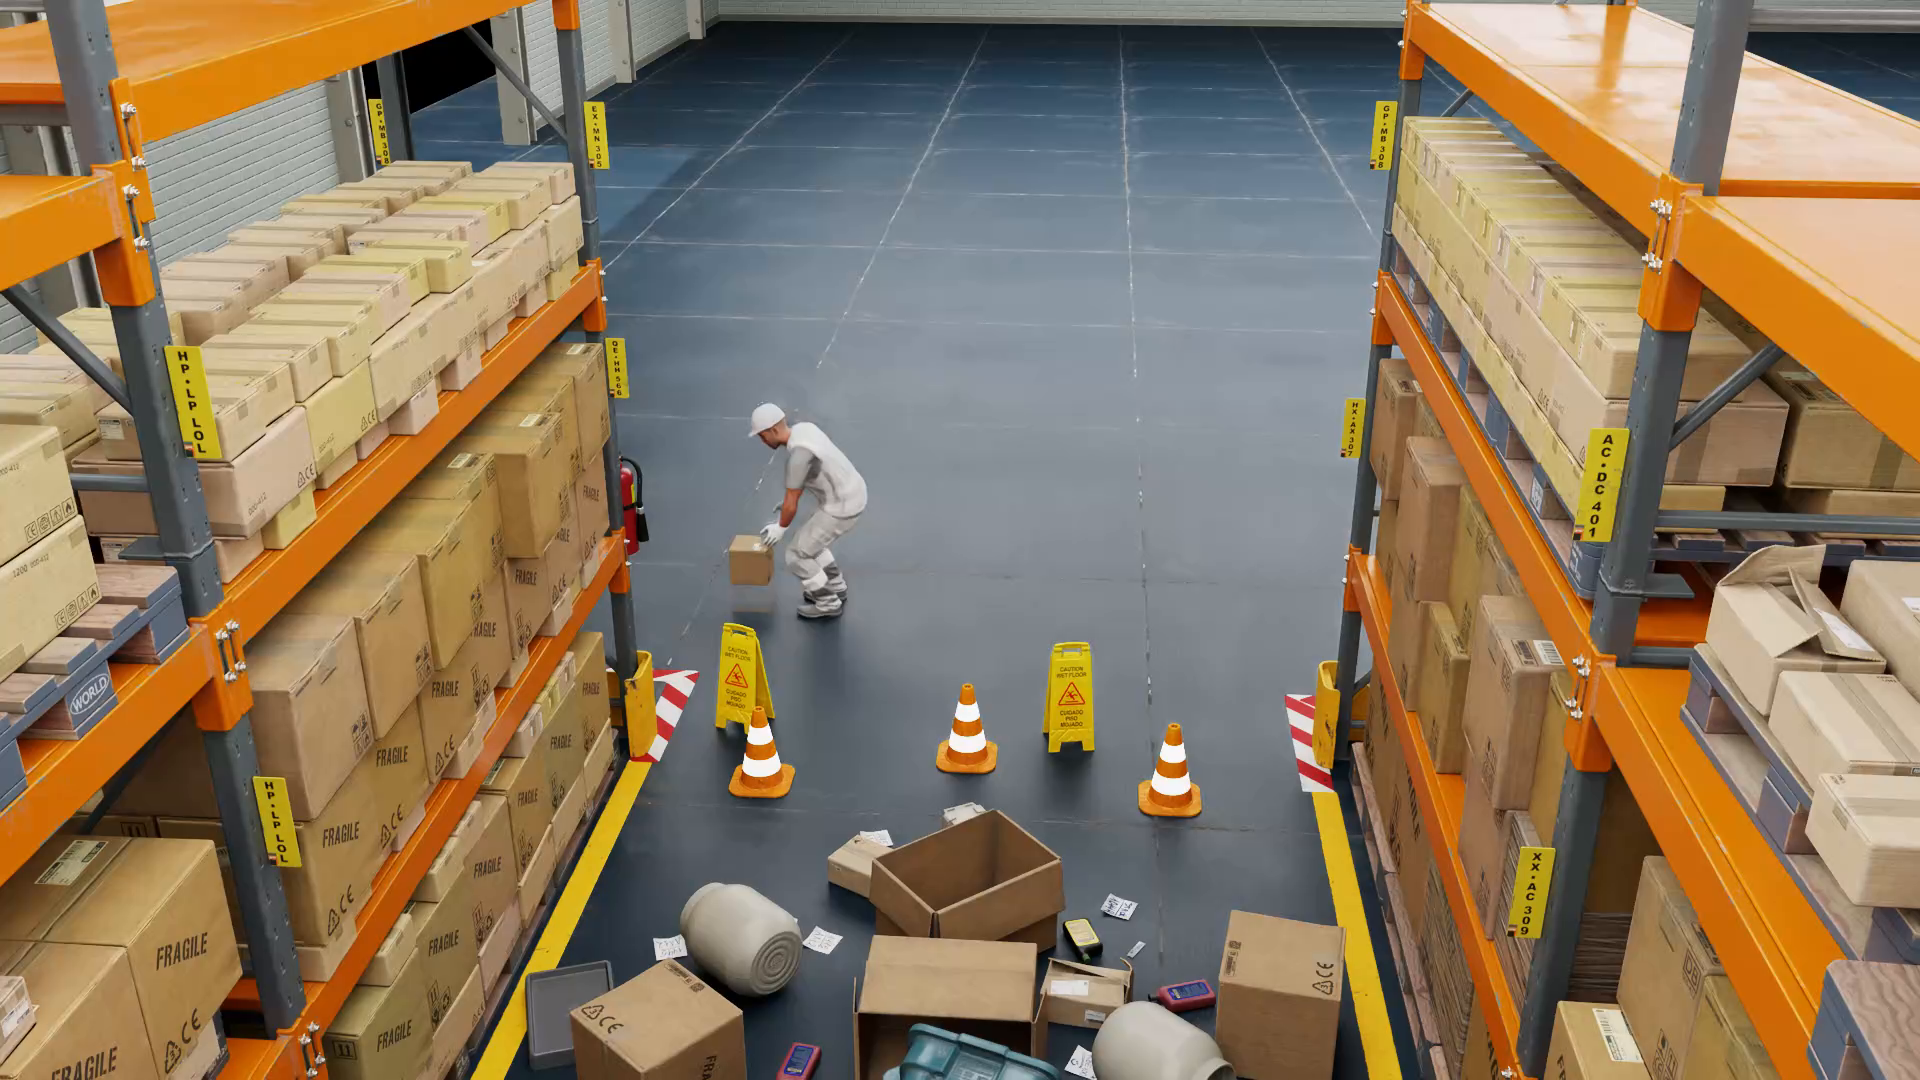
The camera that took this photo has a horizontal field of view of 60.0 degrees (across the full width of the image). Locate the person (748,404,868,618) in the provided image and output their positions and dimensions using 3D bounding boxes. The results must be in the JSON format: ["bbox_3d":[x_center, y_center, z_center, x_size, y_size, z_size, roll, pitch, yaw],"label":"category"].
[{"bbox_3d":[-0.981,-0.195,10.838,0.747,1.443,0.581,2,24,4],"label":"person"}]
